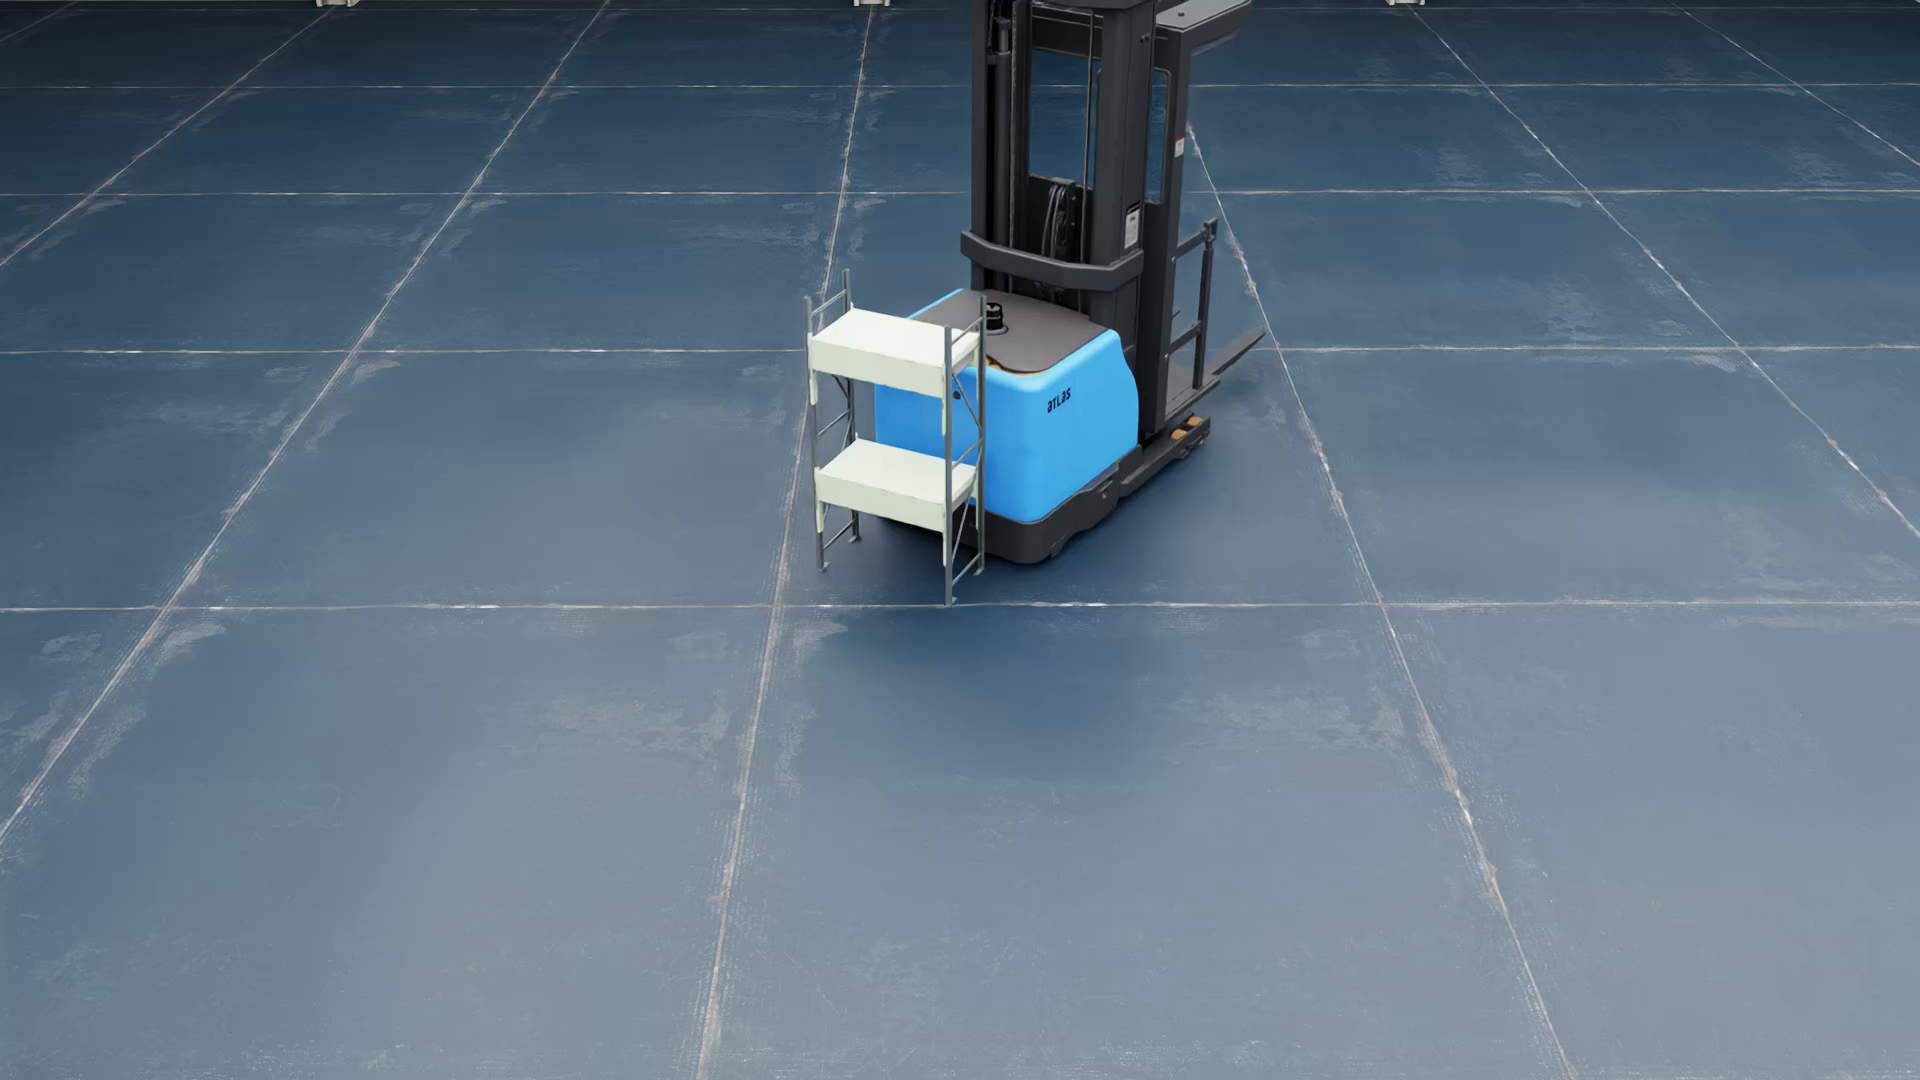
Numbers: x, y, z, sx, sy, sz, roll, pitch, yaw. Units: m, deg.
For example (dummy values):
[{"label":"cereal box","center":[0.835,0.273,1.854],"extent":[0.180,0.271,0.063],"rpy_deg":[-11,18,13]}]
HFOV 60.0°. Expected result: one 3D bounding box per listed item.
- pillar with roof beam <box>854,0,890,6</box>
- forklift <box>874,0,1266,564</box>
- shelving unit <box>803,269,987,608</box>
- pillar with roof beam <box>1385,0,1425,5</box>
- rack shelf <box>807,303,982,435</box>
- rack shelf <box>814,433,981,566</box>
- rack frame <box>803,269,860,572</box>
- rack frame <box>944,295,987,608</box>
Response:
[{"label":"pillar with roof beam","center":[-0.964,-7.676,12.726],"extent":[0.400,9.000,9.100],"rpy_deg":[0,31,0]},{"label":"forklift","center":[0.798,-1.848,8.970],"extent":[1.130,2.935,3.031],"rpy_deg":[20,36,29]},{"label":"shelving unit","center":[-0.301,-0.487,8.107],"extent":[0.755,1.500,0.431],"rpy_deg":[14,34,22]},{"label":"pillar with roof beam","center":[5.036,-7.695,12.757],"extent":[0.400,9.000,9.100],"rpy_deg":[0,31,0]},{"label":"rack shelf","center":[-0.301,-0.821,7.905],"extent":[0.720,0.370,0.431],"rpy_deg":[14,34,22]},{"label":"rack shelf","center":[-0.301,-0.209,8.276],"extent":[0.720,0.370,0.431],"rpy_deg":[14,34,22]},{"label":"rack frame","center":[-0.629,-0.572,8.246],"extent":[0.023,1.500,0.400],"rpy_deg":[14,34,22]},{"label":"rack frame","center":[0.027,-0.403,7.968],"extent":[0.023,1.500,0.400],"rpy_deg":[14,34,22]}]
